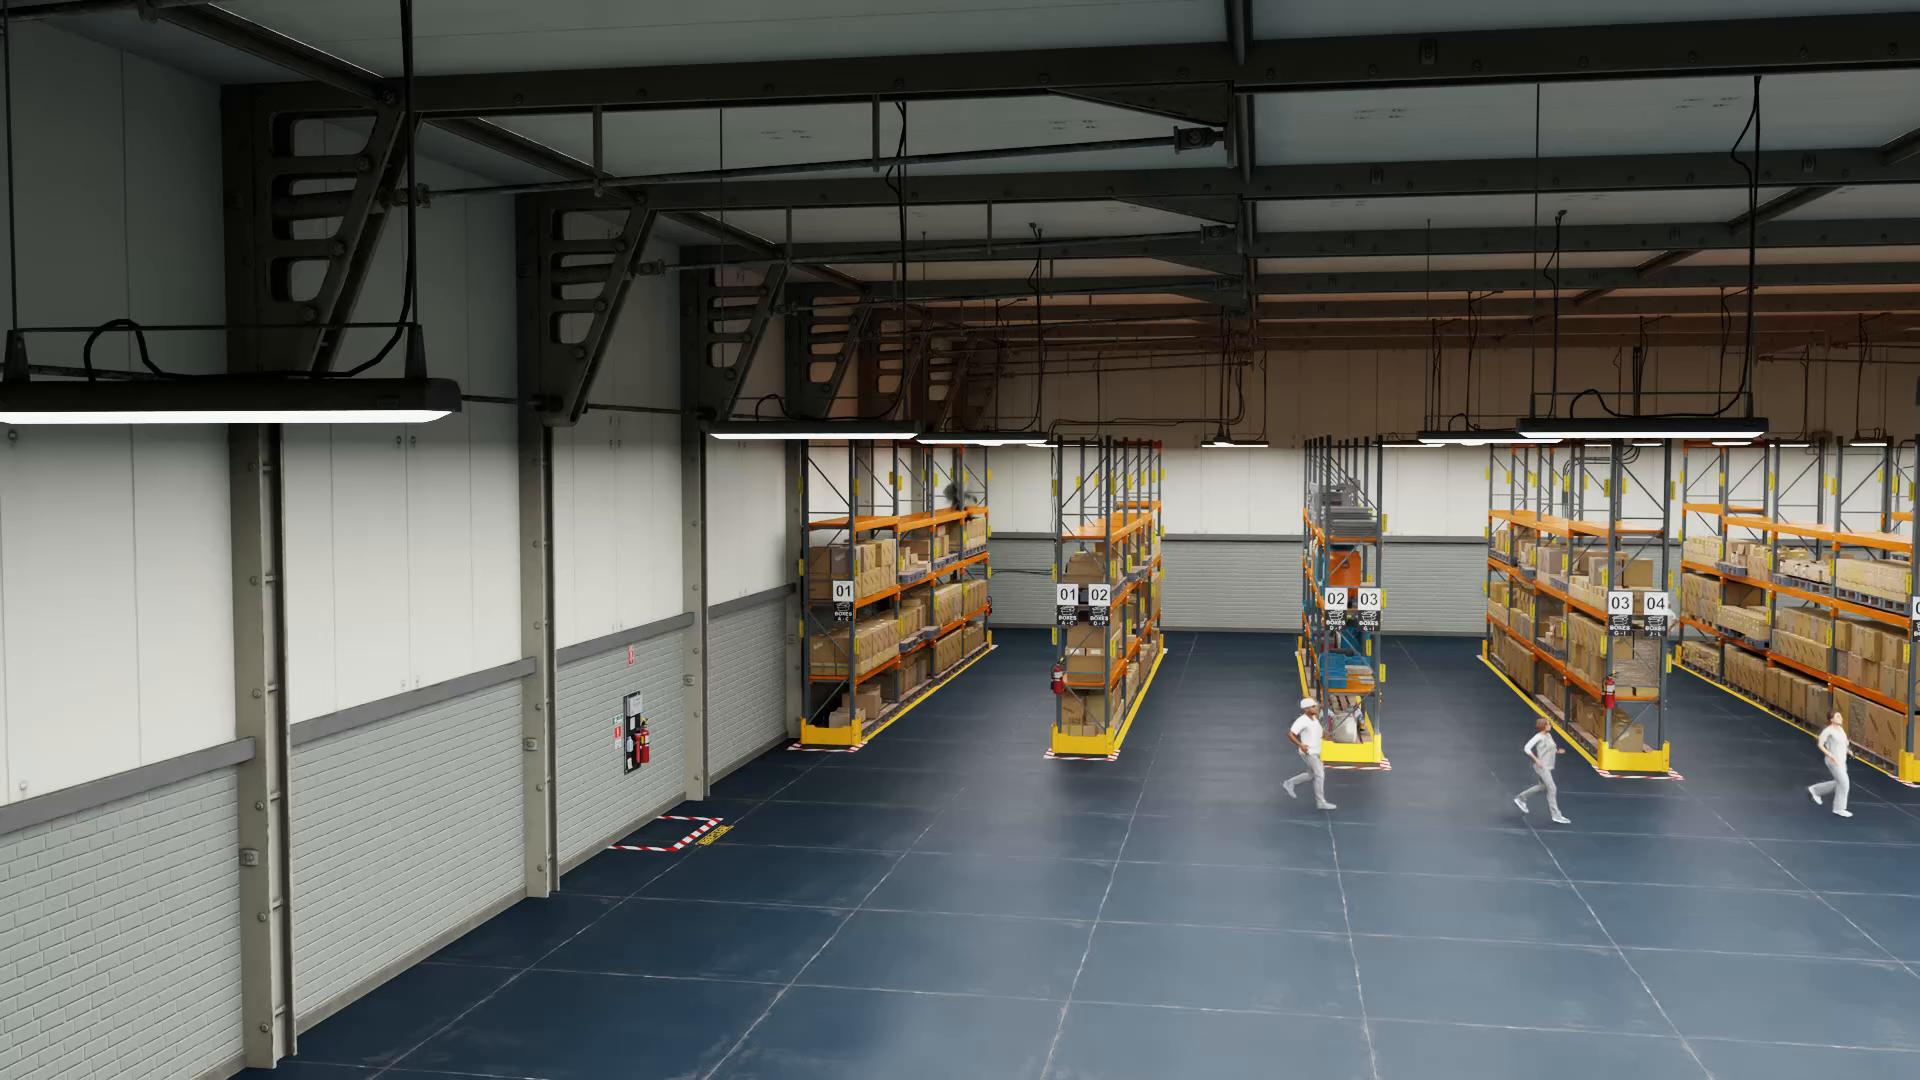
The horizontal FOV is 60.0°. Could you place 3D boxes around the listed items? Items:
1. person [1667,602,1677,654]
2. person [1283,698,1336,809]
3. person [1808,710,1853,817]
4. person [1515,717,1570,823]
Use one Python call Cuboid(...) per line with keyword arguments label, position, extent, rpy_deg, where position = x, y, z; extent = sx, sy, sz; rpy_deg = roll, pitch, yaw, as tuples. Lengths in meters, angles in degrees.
Cuboid(label="person", position=(19.275, 2.460, 45.574), extent=(0.542, 1.615, 0.665), rpy_deg=(0, 3, -3))
Cuboid(label="person", position=(5.589, 3.401, 26.597), extent=(0.923, 1.747, 0.713), rpy_deg=(2, 4, 31))
Cuboid(label="person", position=(13.745, 3.493, 26.221), extent=(0.564, 1.650, 0.687), rpy_deg=(-2, 4, -35))
Cuboid(label="person", position=(8.974, 3.519, 25.611), extent=(0.893, 1.582, 0.539), rpy_deg=(2, 4, 38))
